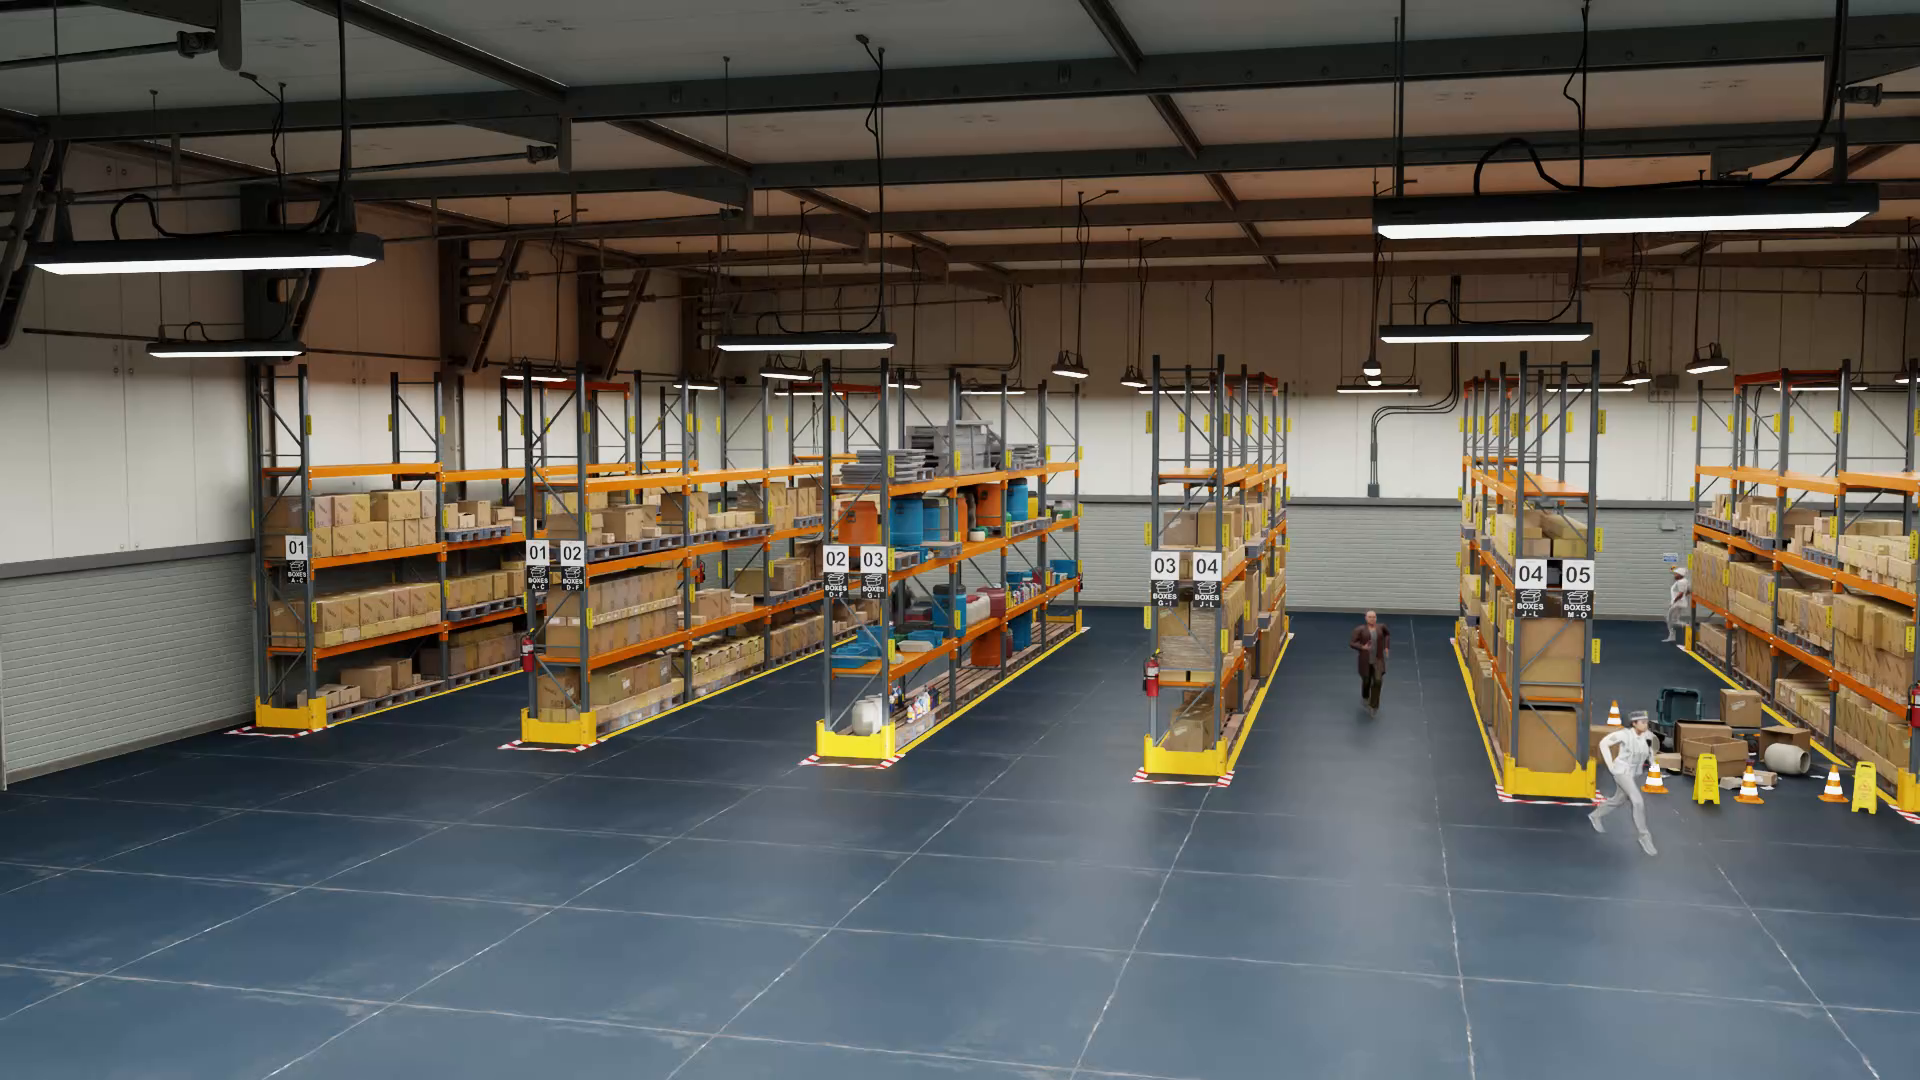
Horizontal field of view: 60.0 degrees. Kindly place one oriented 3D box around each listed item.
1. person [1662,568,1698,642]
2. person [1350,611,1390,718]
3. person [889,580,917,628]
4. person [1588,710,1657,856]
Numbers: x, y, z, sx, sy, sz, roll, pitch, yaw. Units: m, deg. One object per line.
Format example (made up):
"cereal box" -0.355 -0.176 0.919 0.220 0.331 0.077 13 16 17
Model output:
"person" 16.571 1.506 38.228 0.774 1.753 0.708 2 4 28
"person" 7.116 2.145 28.847 0.738 1.853 0.923 0 4 2
"person" -1.296 1.621 36.989 0.660 1.681 0.624 0 4 -2
"person" 7.909 2.816 19.779 0.616 1.691 1.016 -2 4 -29
